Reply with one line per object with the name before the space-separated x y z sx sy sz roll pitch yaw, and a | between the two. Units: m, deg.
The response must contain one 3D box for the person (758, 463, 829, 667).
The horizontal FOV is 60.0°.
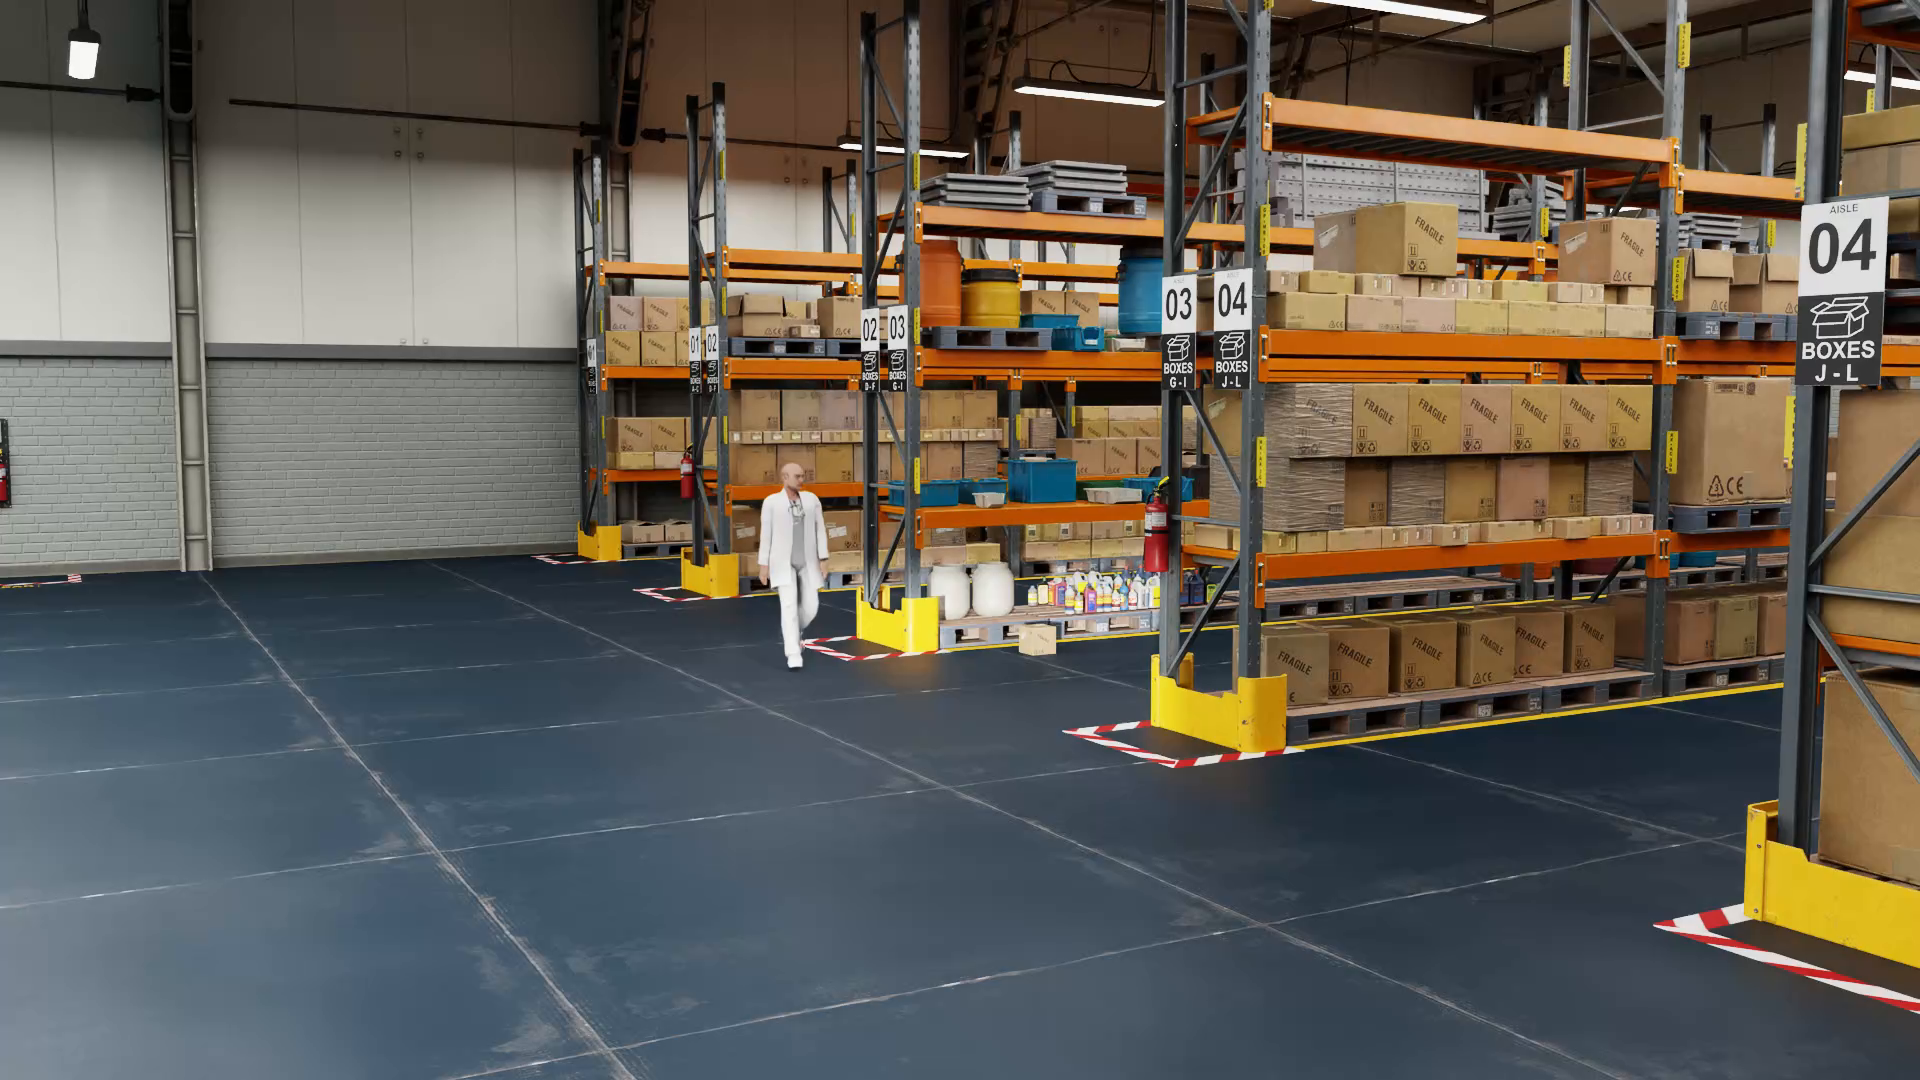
person | -1.462 0.200 14.651 0.625 1.754 0.873 -2 5 -20
